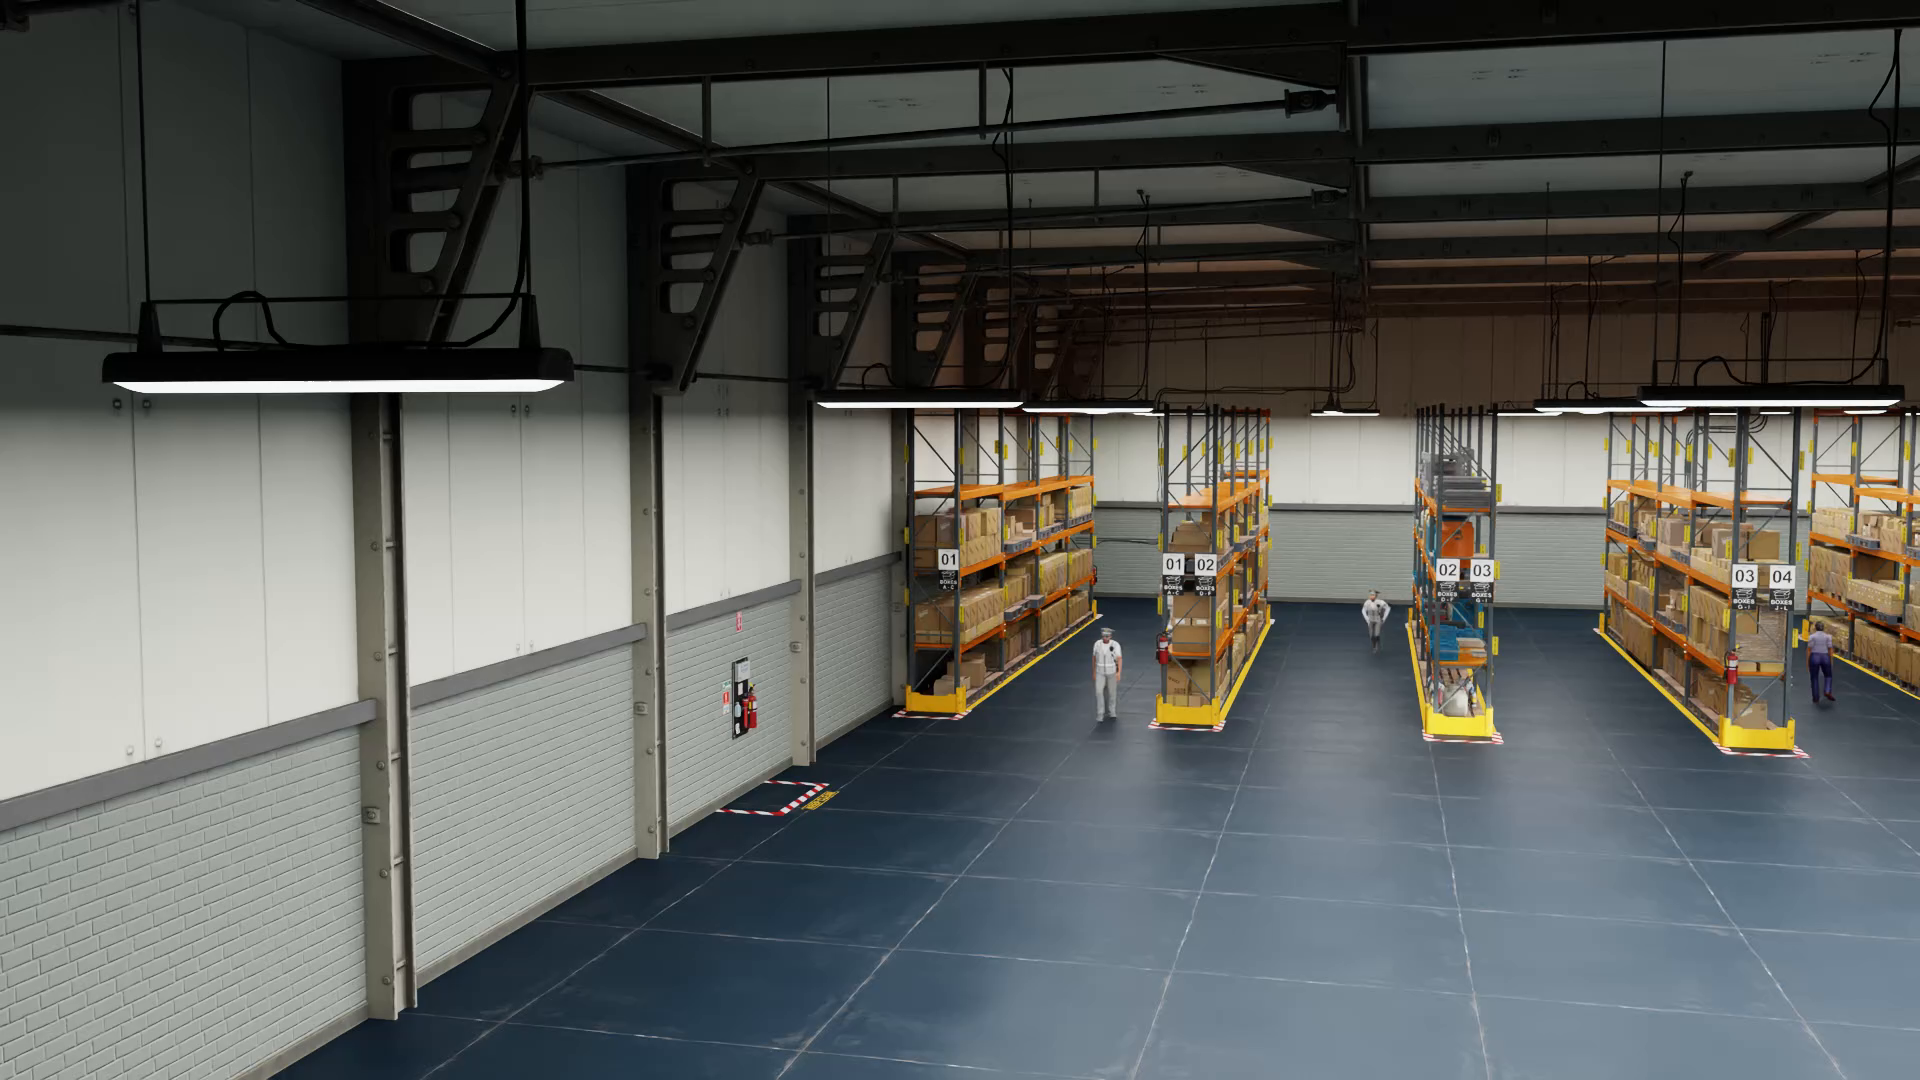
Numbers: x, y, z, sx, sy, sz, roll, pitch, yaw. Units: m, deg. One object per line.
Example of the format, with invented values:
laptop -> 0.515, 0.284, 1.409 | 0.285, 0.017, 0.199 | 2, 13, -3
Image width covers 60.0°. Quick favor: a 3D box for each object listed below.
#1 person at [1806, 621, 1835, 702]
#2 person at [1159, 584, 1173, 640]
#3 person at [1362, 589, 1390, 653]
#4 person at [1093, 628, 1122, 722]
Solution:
person -> 17.352, 2.502, 33.518 | 0.533, 1.573, 0.489 | 1, 4, 17
person -> 5.415, 1.702, 43.035 | 0.590, 1.788, 0.538 | 2, 5, 22
person -> 10.137, 1.979, 40.501 | 0.662, 1.601, 0.690 | 2, 5, 24
person -> 2.805, 2.557, 31.701 | 0.583, 1.779, 0.656 | 1, 4, 15
